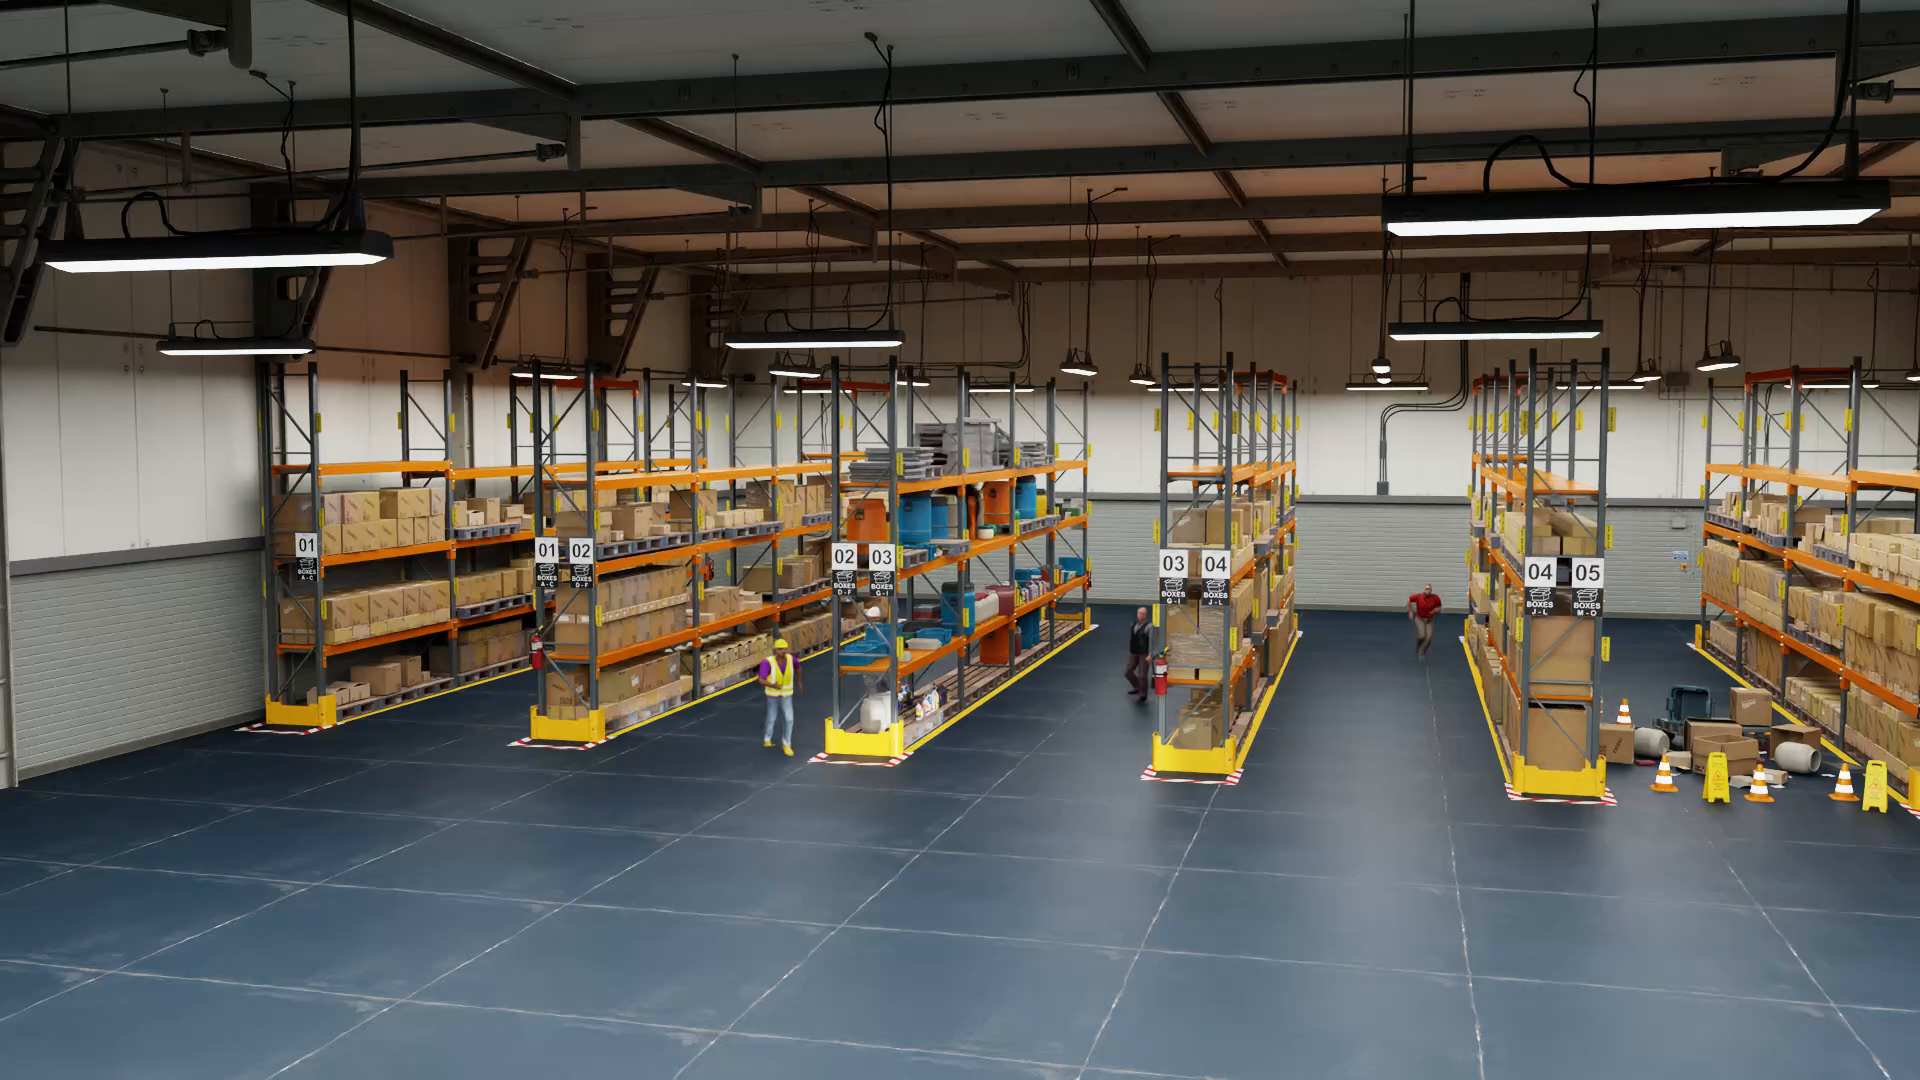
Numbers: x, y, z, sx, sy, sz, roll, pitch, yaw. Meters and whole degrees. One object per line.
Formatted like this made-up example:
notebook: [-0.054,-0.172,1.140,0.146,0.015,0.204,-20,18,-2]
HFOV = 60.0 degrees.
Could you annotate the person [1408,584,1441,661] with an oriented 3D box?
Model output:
person: [9.755,1.735,34.847,0.637,1.651,0.729,0,4,1]

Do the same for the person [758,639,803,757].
person: [-2.713,2.367,25.148,0.729,1.782,0.842,-1,4,-19]

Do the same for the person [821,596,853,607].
person: [-3.166,1.110,43.558,1.047,1.733,0.705,1,4,18]

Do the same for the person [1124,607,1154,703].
person: [3.241,2.062,29.774,0.471,1.745,0.647,-4,6,-43]

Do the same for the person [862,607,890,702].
person: [-1.481,2.034,29.956,0.703,1.712,0.839,-1,4,-15]
